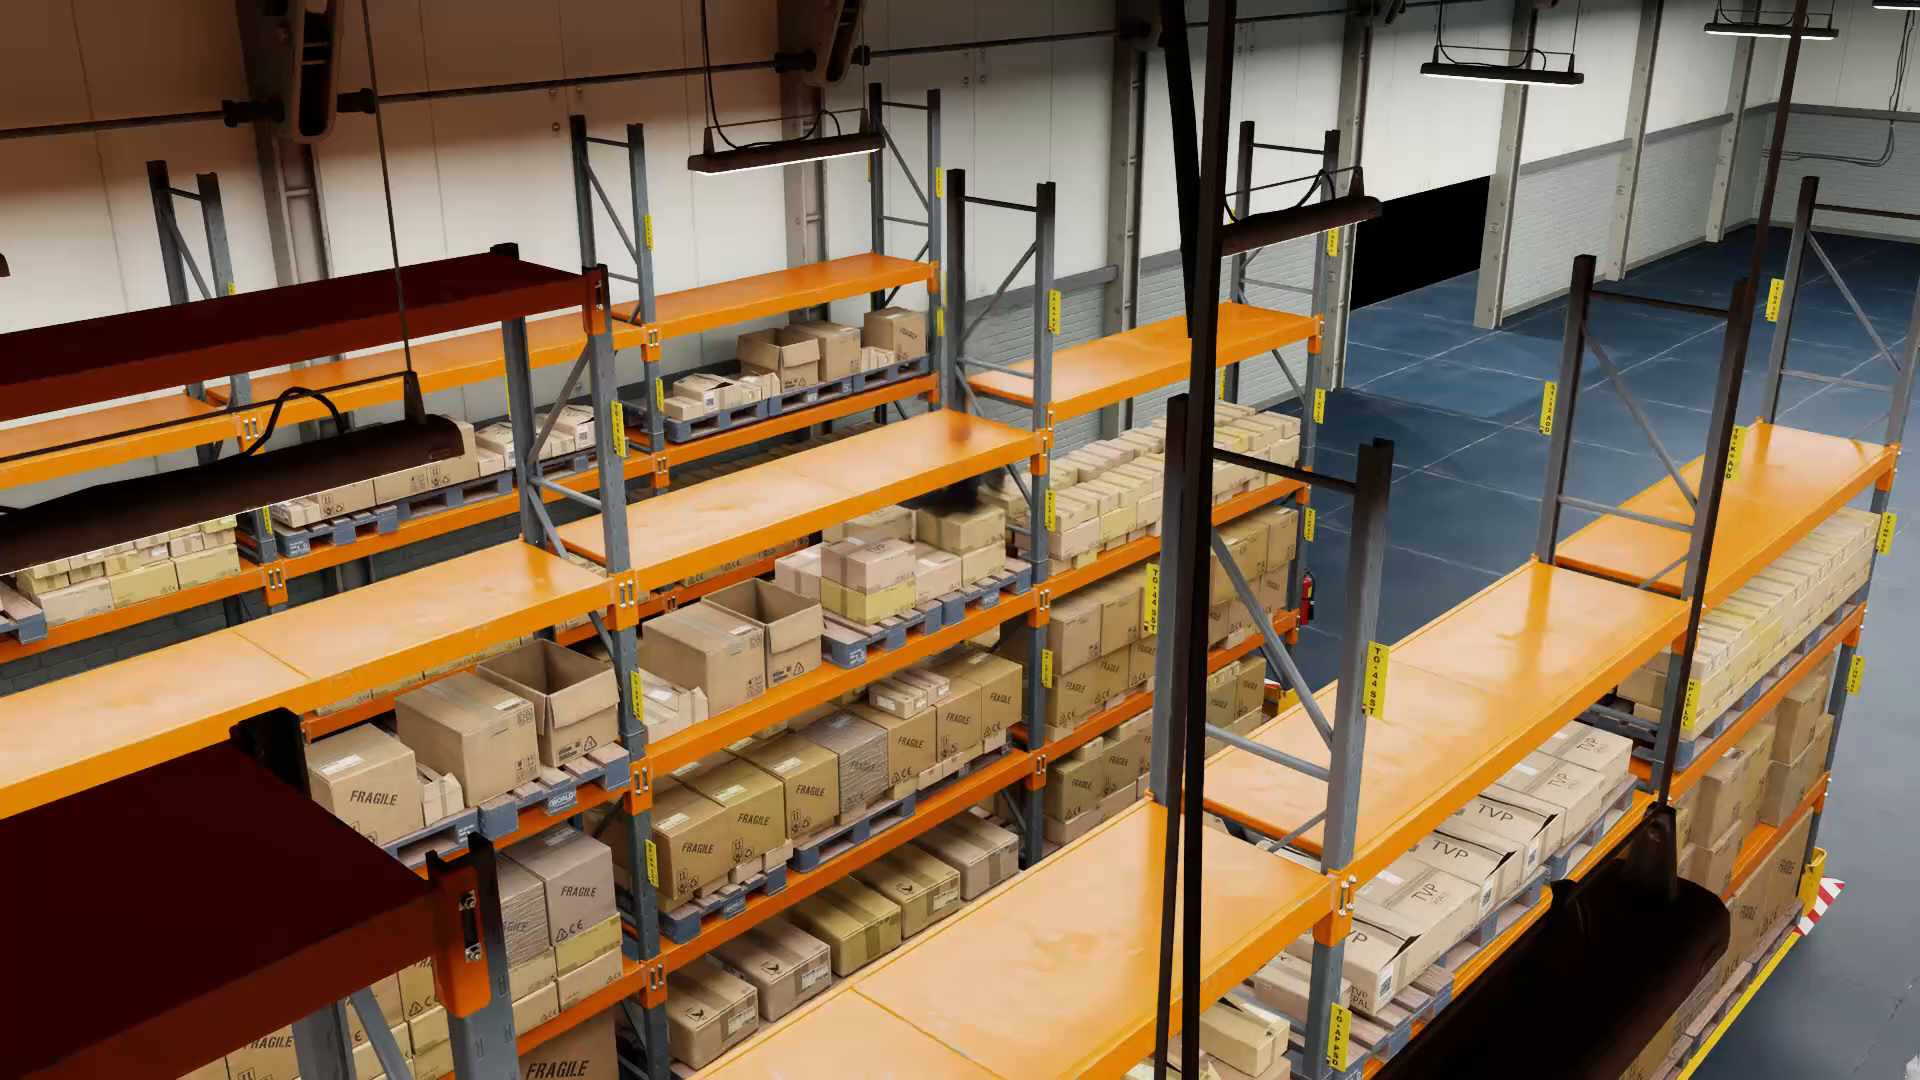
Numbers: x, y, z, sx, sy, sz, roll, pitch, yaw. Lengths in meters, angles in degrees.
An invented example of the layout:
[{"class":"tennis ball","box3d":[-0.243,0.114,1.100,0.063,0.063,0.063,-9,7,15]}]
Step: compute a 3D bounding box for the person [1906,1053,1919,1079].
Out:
[{"class":"person","box3d":[5.543,3.816,9.851,0.562,1.728,0.867,11,24,27]}]
